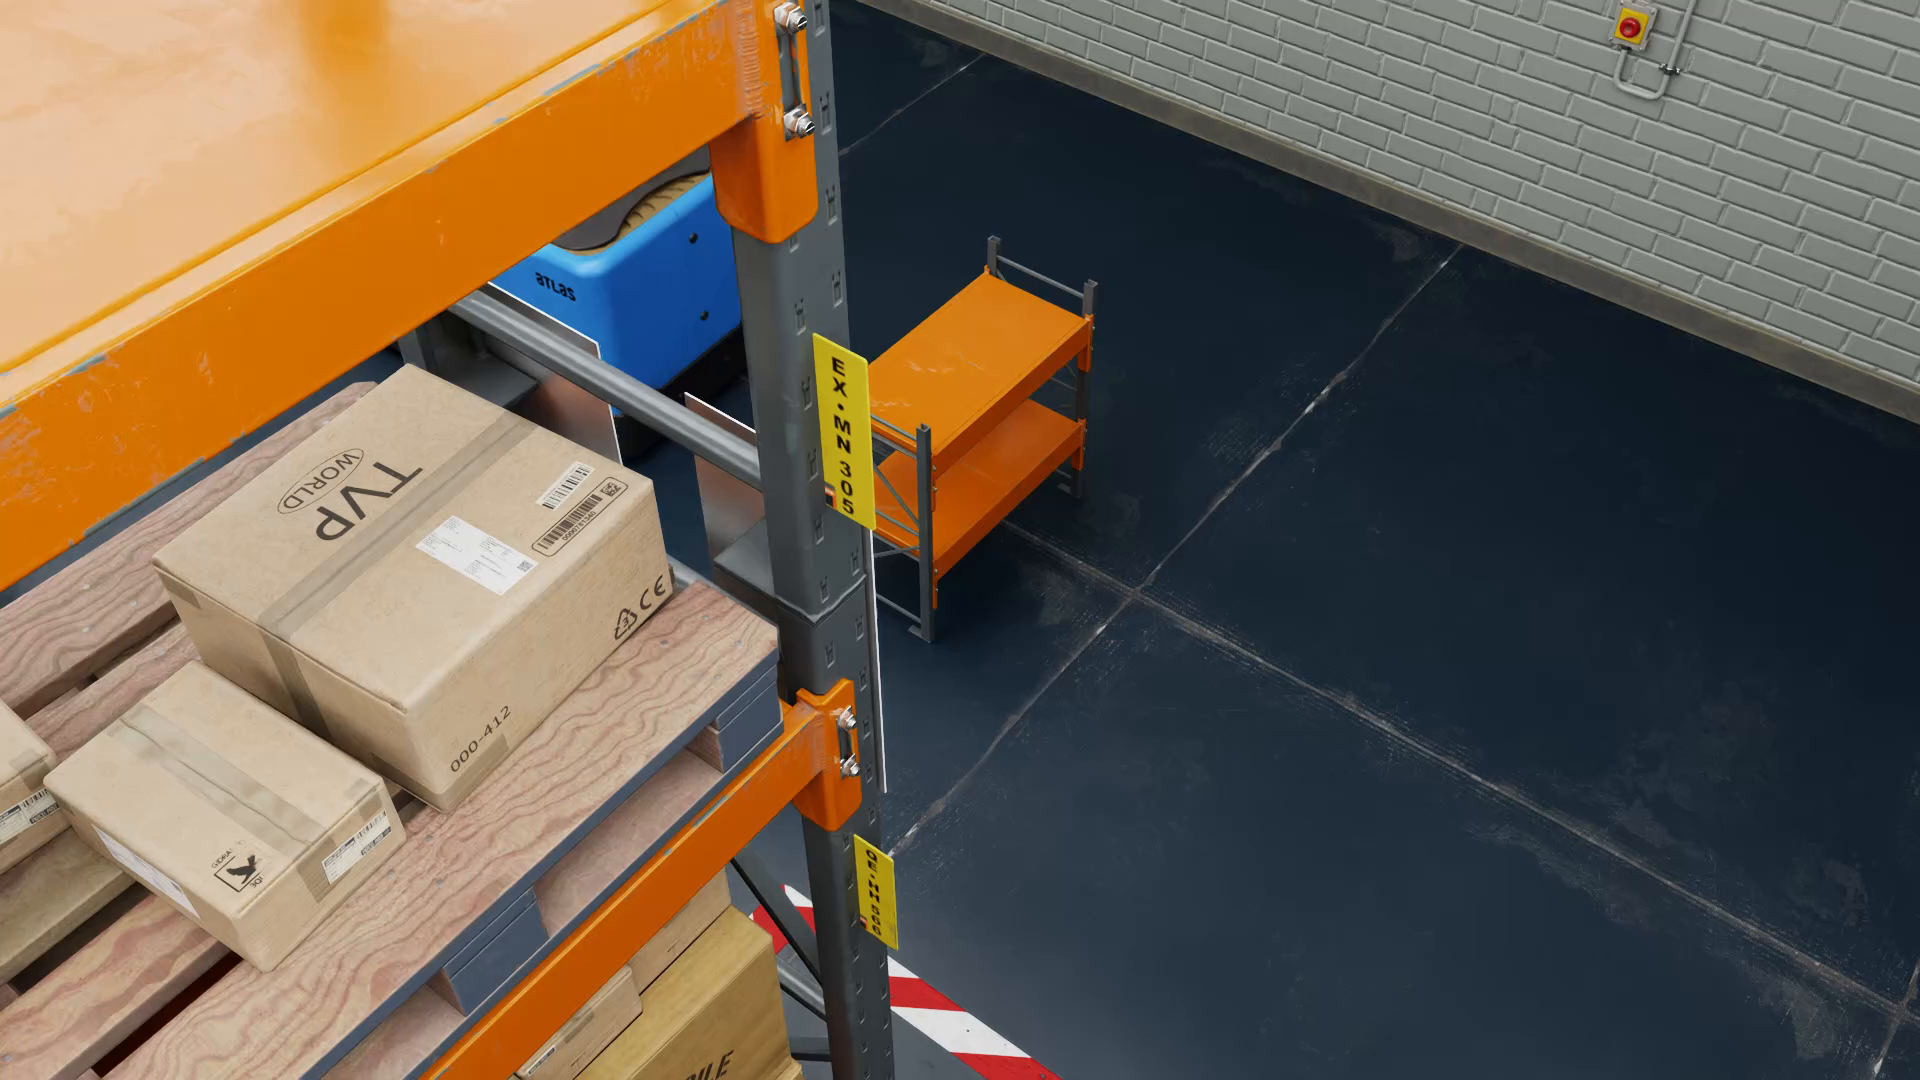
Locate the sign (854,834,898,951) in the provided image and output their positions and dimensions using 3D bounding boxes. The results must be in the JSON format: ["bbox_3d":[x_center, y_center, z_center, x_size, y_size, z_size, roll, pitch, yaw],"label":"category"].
[{"bbox_3d":[-0.164,0.685,3.221,0.100,0.325,0.005,29,53,25],"label":"sign"}]

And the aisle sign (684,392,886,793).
[{"bbox_3d":[-0.296,0.117,2.931,0.394,0.787,0.004,29,53,25],"label":"aisle sign"}]

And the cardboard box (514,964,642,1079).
[{"bbox_3d":[-0.782,0.765,2.901,0.380,0.149,0.250,30,53,26],"label":"cardboard box"}]

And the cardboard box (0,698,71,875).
[{"bbox_3d":[-1.432,0.311,2.283,0.380,0.149,0.250,31,54,26],"label":"cardboard box"}]

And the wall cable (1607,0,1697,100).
[{"bbox_3d":[2.844,-2.680,6.676,0.585,1.953,0.123,29,53,25],"label":"wall cable"}]

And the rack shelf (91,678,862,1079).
[{"bbox_3d":[-1.808,1.276,2.045,1.077,0.370,4.000,29,53,25],"label":"rack shelf"}]

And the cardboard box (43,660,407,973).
[{"bbox_3d":[-0.982,0.362,2.234,0.380,0.149,0.250,25,51,22],"label":"cardboard box"}]

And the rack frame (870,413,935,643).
[{"bbox_3d":[-0.307,-0.102,6.234,0.500,1.125,0.032,29,53,25],"label":"rack frame"}]

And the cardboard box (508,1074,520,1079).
[{"bbox_3d":[-0.873,0.950,2.724,0.380,0.149,0.250,29,53,25],"label":"cardboard box"}]

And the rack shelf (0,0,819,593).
[{"bbox_3d":[-1.808,0.378,1.105,1.077,0.370,4.000,29,53,25],"label":"rack shelf"}]

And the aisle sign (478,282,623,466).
[{"bbox_3d":[-0.771,-0.149,3.184,0.394,0.787,0.004,29,53,25],"label":"aisle sign"}]

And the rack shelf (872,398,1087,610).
[{"bbox_3d":[0.004,-0.224,6.688,0.538,0.278,1.000,29,53,25],"label":"rack shelf"}]

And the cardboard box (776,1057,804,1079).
[{"bbox_3d":[-0.671,1.277,3.551,0.500,0.500,0.500,29,53,25],"label":"cardboard box"}]

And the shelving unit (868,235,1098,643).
[{"bbox_3d":[0.004,-0.392,6.512,0.538,1.125,1.048,29,53,25],"label":"shelving unit"}]

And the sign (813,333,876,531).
[{"bbox_3d":[-0.164,-0.148,2.350,0.100,0.325,0.005,29,53,25],"label":"sign"}]

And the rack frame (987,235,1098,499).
[{"bbox_3d":[0.315,-0.683,6.790,0.500,1.125,0.032,29,53,25],"label":"rack frame"}]

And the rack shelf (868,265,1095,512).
[{"bbox_3d":[0.004,-0.595,6.300,0.538,0.278,1.000,29,53,25],"label":"rack shelf"}]

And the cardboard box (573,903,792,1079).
[{"bbox_3d":[-0.691,0.920,3.201,0.500,0.500,0.500,31,54,26],"label":"cardboard box"}]

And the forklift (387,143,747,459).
[{"bbox_3d":[-2.371,-2.216,7.005,3.031,2.935,1.130,27,52,23],"label":"forklift"}]

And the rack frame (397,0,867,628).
[{"bbox_3d":[-0.585,-1.153,1.793,1.000,3.000,0.127,29,53,25],"label":"rack frame"}]

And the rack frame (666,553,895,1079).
[{"bbox_3d":[-0.585,0.919,3.963,1.000,3.000,0.127,29,53,25],"label":"rack frame"}]

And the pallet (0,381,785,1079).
[{"bbox_3d":[-1.030,0.342,2.500,1.003,0.211,1.213,29,53,25],"label":"pallet"}]

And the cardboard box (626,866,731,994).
[{"bbox_3d":[-0.646,0.609,3.050,0.380,0.149,0.250,30,53,25],"label":"cardboard box"}]

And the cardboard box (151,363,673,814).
[{"bbox_3d":[-0.789,0.052,2.460,0.500,0.250,0.500,25,51,22],"label":"cardboard box"}]
